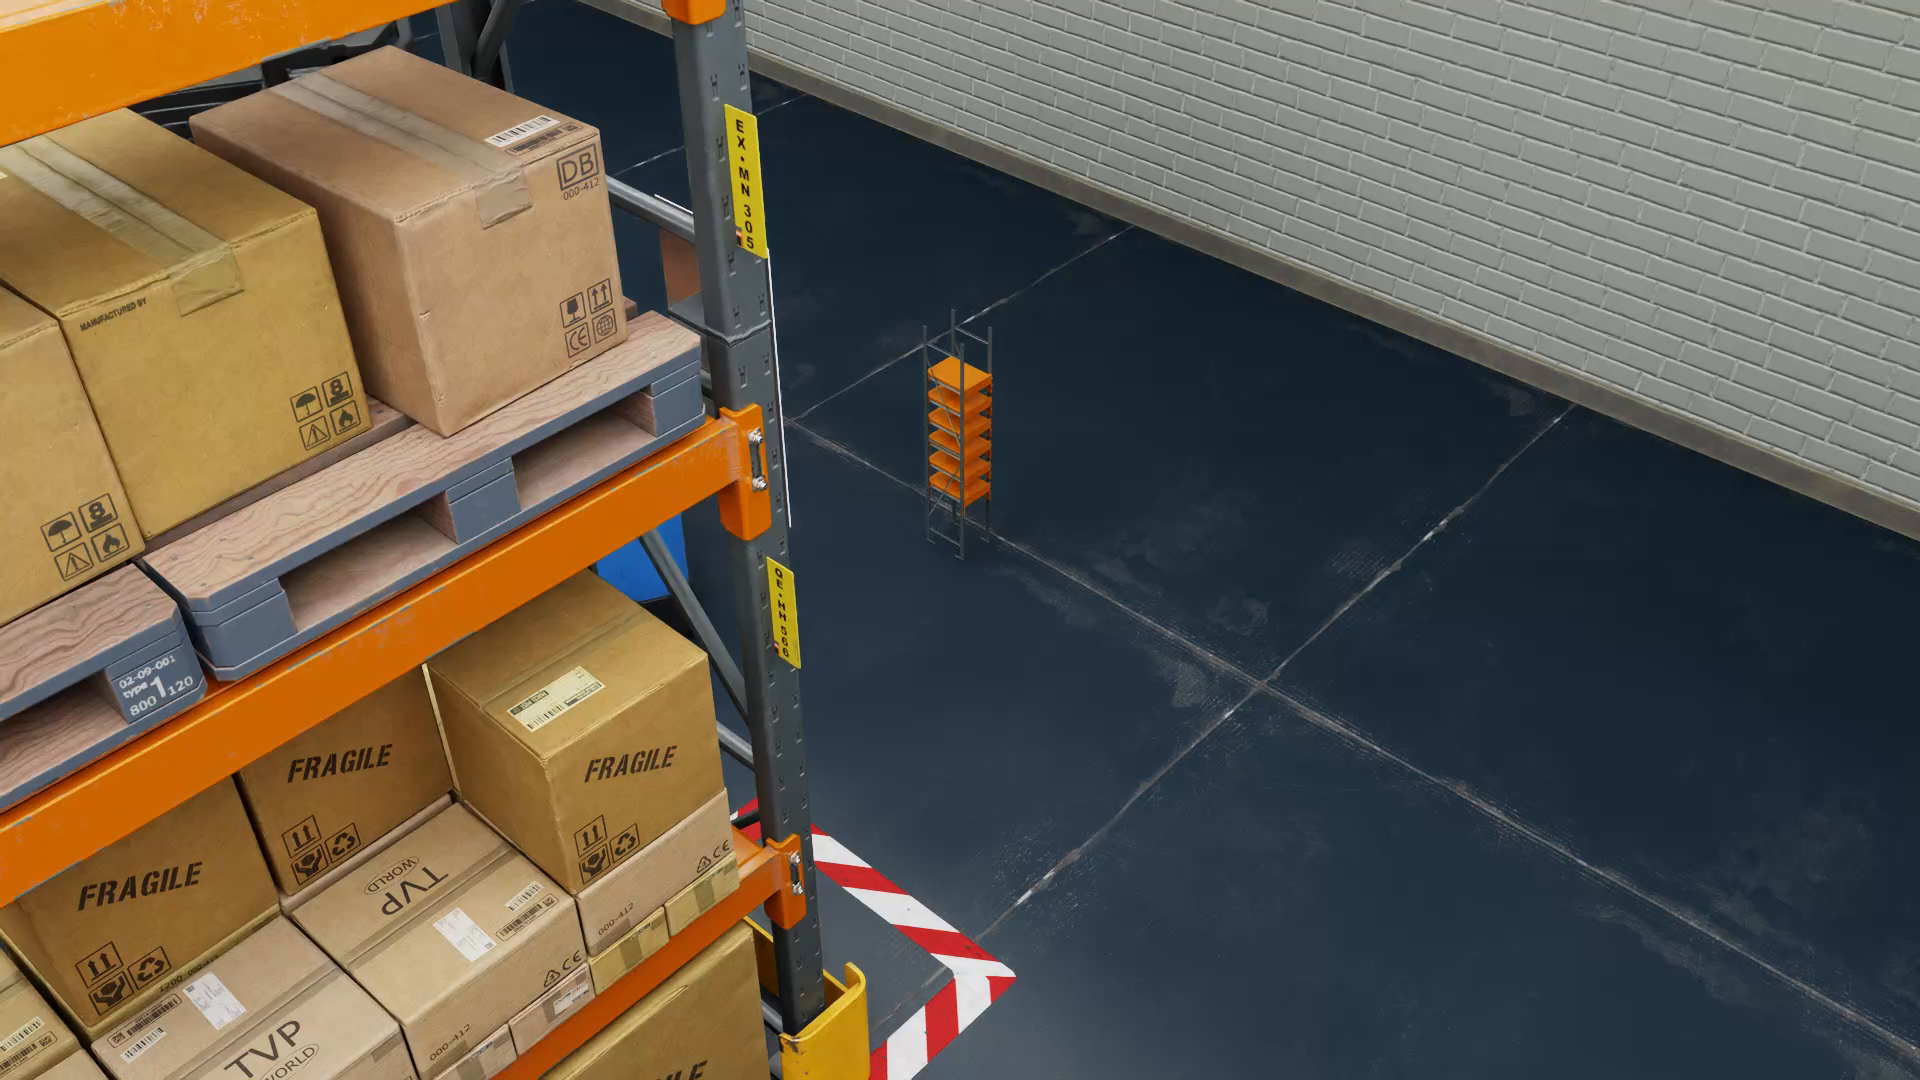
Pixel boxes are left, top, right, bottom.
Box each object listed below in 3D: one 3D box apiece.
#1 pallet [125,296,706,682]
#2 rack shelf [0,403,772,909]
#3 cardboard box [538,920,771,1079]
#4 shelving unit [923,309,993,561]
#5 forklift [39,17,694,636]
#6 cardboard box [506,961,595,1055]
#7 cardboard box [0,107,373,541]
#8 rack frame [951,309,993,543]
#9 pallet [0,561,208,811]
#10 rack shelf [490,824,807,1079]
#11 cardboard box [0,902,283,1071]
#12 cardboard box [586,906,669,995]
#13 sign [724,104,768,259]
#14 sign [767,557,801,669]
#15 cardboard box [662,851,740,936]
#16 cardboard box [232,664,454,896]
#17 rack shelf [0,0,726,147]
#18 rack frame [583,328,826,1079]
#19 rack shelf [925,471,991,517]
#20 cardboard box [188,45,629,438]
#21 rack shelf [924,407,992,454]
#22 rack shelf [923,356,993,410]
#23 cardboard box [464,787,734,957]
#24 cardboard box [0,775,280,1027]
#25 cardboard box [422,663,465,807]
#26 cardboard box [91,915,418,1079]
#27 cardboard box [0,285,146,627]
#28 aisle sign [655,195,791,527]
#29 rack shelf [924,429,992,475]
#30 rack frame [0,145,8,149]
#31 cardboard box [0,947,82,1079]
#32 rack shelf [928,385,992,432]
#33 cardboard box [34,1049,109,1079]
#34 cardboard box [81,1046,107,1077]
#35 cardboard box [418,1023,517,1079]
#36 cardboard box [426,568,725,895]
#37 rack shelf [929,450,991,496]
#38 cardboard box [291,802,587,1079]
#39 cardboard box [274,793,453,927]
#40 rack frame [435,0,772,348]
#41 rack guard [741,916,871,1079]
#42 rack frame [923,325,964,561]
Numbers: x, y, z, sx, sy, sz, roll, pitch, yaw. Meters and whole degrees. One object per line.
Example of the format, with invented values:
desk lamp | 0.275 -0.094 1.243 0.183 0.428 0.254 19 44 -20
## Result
pallet | -1.338 -0.294 3.654 1.003 0.211 1.213 30 47 32
rack shelf | -2.194 0.527 3.129 1.077 0.370 4.000 30 47 32
cardboard box | -1.217 1.495 5.113 0.875 0.875 0.875 30 47 32
shelving unit | -0.010 -0.463 7.652 0.258 1.200 0.189 30 47 32
forklift | -2.750 -0.674 6.526 3.031 2.935 1.130 -12 40 -15
cardboard box | -1.187 1.136 4.396 0.380 0.149 0.250 30 47 32
cardboard box | -1.625 -0.447 3.277 0.700 0.500 0.500 28 46 30
rack frame | 0.052 -0.505 7.705 0.240 1.200 0.006 30 47 32
pallet | -2.161 0.269 2.946 1.003 0.211 1.213 30 47 32
rack shelf | -2.194 1.701 4.063 1.077 0.370 4.000 30 47 32
cardboard box | -2.055 1.021 4.221 0.500 0.250 0.500 28 46 31
cardboard box | -1.016 1.021 4.542 0.380 0.149 0.250 30 47 32
sign | -0.454 -0.755 3.515 0.100 0.325 0.005 30 47 32
sign | -0.454 0.189 4.265 0.100 0.325 0.005 30 47 32
cardboard box | -0.842 0.901 4.693 0.380 0.149 0.250 31 48 33
cardboard box | -1.705 0.486 4.291 0.500 0.500 0.500 28 47 31
rack shelf | -2.194 -0.491 2.320 1.077 0.370 4.000 30 47 32
rack frame | -0.845 0.500 4.994 1.000 3.000 0.127 30 47 32
rack shelf | -0.010 -0.240 7.829 0.258 0.103 0.180 30 47 32
cardboard box | -1.156 -0.655 3.539 0.700 0.500 0.500 27 46 29
rack shelf | -0.010 -0.522 7.605 0.258 0.103 0.180 30 47 32
rack shelf | -0.010 -0.710 7.455 0.258 0.103 0.180 30 47 32
cardboard box | -0.976 0.777 4.528 0.500 0.250 0.500 29 47 31
cardboard box | -2.050 0.727 3.989 0.500 0.500 0.500 28 46 31
cardboard box | -1.368 0.550 4.813 0.500 0.250 0.500 28 46 31
cardboard box | -1.662 1.244 3.941 0.500 0.250 0.500 28 46 31
cardboard box | -1.938 -0.189 2.953 0.700 0.500 0.500 26 45 29
aisle sign | -0.575 -0.424 4.068 0.394 0.787 0.004 30 47 32
rack shelf | -0.010 -0.428 7.679 0.258 0.103 0.180 30 47 32
rack frame | -4.501 -1.579 7.610 1.000 3.000 0.127 30 47 32
cardboard box | -2.403 1.263 3.917 0.500 0.250 0.500 29 47 31
rack shelf | -0.010 -0.616 7.530 0.258 0.103 0.180 30 47 32
cardboard box | -2.010 1.485 3.638 0.500 0.250 0.500 30 47 32
cardboard box | -2.193 1.215 4.297 0.380 0.149 0.250 29 47 31
cardboard box | -1.356 1.250 4.253 0.380 0.149 0.250 31 48 33
cardboard box | -0.979 0.483 4.295 0.500 0.500 0.500 30 47 32
rack shelf | -0.010 -0.334 7.754 0.258 0.103 0.180 30 47 32
cardboard box | -1.319 1.010 4.235 0.500 0.250 0.500 29 47 31
cardboard box | -1.714 0.791 4.510 0.500 0.250 0.500 29 47 31
rack frame | -0.845 -1.848 3.127 1.000 3.000 0.127 30 47 32
rack guard | -0.829 1.468 5.786 1.175 0.500 0.348 30 47 32
rack frame | -0.071 -0.421 7.599 0.240 1.200 0.006 30 47 32
